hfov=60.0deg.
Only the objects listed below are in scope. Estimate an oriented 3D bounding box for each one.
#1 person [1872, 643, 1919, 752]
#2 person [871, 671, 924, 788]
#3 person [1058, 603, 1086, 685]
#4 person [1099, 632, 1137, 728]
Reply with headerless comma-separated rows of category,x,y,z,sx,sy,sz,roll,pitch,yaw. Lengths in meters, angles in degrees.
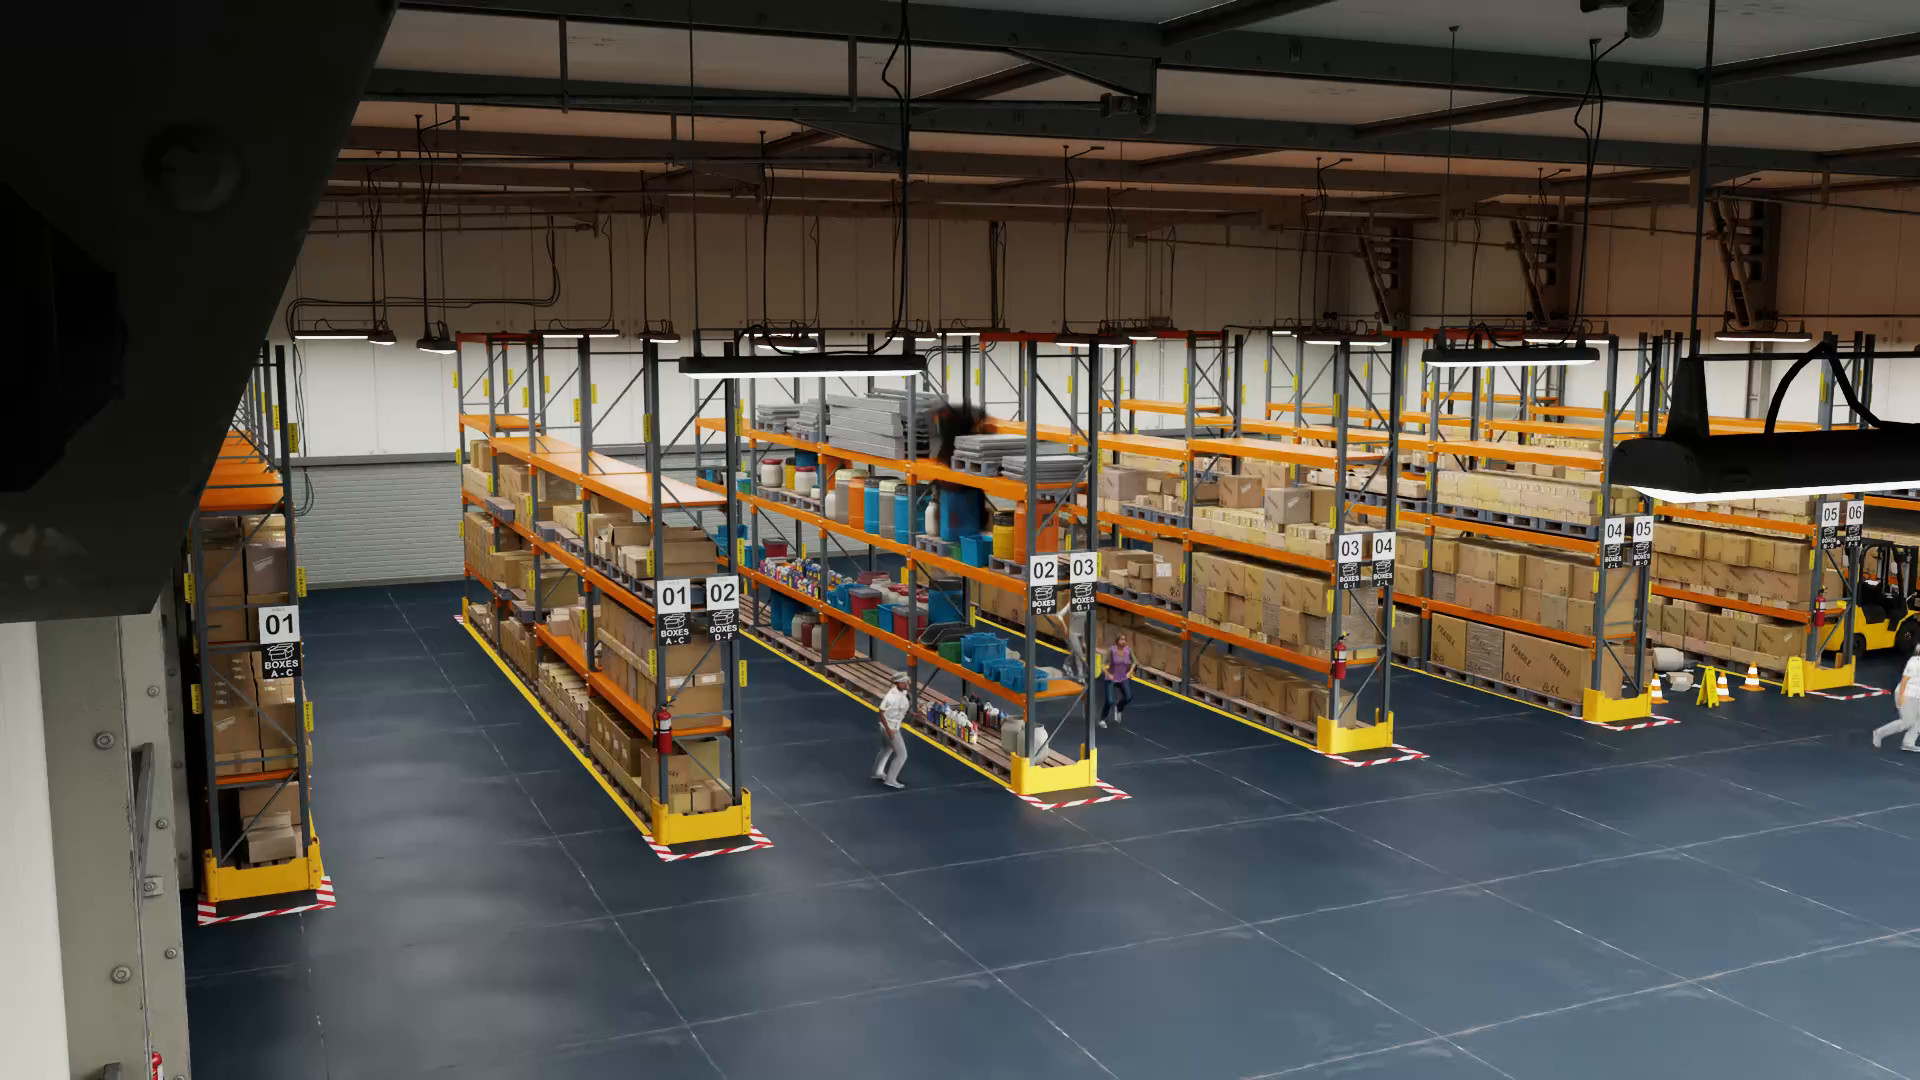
person,13.778,2.276,24.257,0.714,1.604,0.667,6,10,37
person,-0.865,2.537,22.481,0.776,1.627,0.627,1,8,9
person,2.021,1.651,28.736,0.519,1.603,0.862,-5,9,-33
person,2.446,2.160,25.582,0.624,1.509,0.538,-3,8,-18
